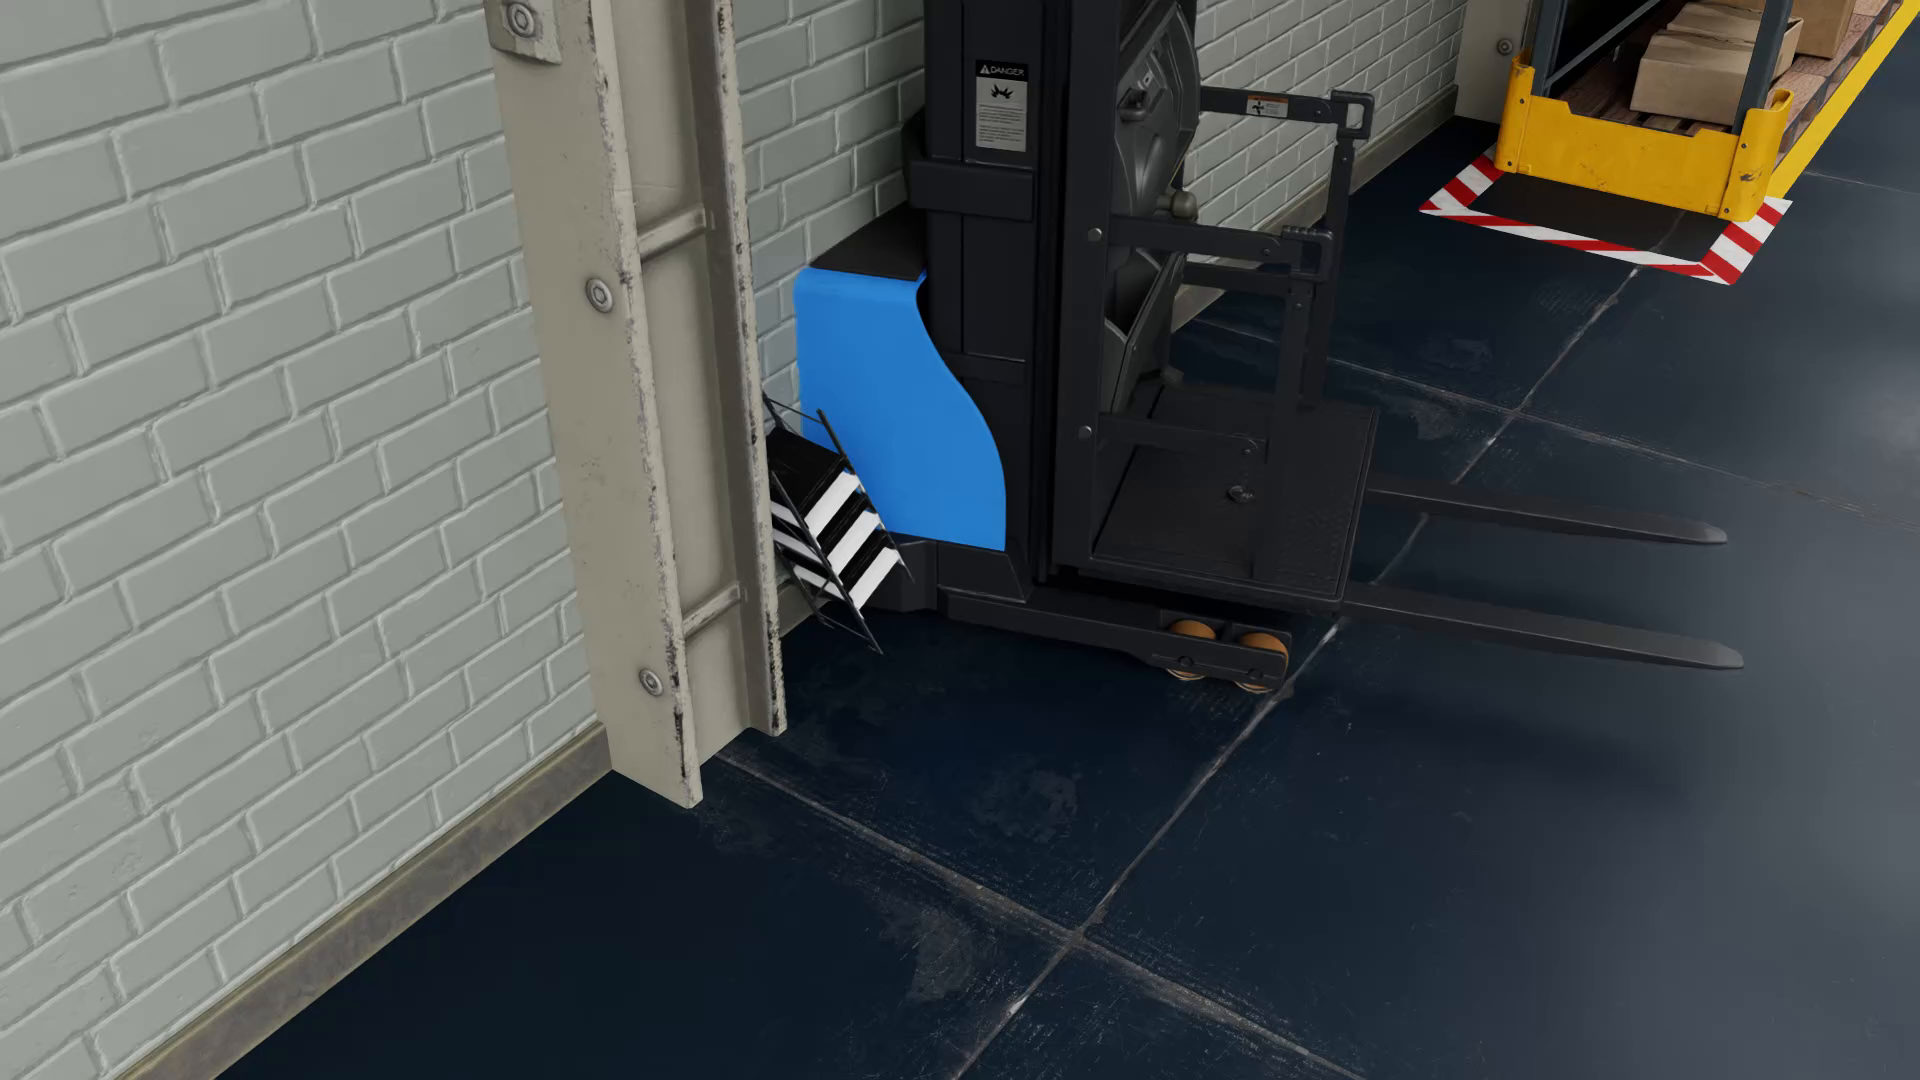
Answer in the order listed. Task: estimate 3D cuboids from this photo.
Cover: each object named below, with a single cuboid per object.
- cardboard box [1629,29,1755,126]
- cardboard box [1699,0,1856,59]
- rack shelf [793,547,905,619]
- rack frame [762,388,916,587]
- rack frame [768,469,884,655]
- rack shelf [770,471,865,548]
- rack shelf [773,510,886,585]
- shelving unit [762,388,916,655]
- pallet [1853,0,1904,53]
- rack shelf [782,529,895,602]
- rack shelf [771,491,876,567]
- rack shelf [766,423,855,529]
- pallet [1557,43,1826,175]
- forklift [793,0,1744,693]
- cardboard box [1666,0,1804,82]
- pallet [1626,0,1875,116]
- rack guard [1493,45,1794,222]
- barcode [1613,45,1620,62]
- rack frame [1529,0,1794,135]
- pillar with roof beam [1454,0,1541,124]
[{"bbox_3d":[3.499,-2.217,7.859,0.500,0.311,0.500,17,37,23],"label":"cardboard box"},{"bbox_3d":[4.283,-2.880,8.669,0.700,0.500,0.500,19,38,25],"label":"cardboard box"},{"bbox_3d":[-0.318,0.079,4.673,0.258,0.077,0.200,25,67,31],"label":"rack shelf"},{"bbox_3d":[-0.316,-0.115,4.538,0.240,0.900,0.006,25,67,31],"label":"rack frame"},{"bbox_3d":[-0.432,0.038,4.470,0.240,0.900,0.006,25,67,31],"label":"rack frame"},{"bbox_3d":[-0.412,-0.119,4.388,0.258,0.077,0.200,25,67,31],"label":"rack shelf"},{"bbox_3d":[-0.365,-0.020,4.530,0.258,0.077,0.200,25,67,31],"label":"rack shelf"},{"bbox_3d":[-0.374,-0.038,4.504,0.258,0.900,0.210,25,67,31],"label":"shelving unit"},{"bbox_3d":[4.957,-3.224,9.830,1.003,0.211,1.213,21,39,28],"label":"pallet"},{"bbox_3d":[-0.342,0.029,4.602,0.258,0.077,0.200,25,67,31],"label":"rack shelf"},{"bbox_3d":[-0.389,-0.069,4.459,0.258,0.077,0.200,25,67,31],"label":"rack shelf"},{"bbox_3d":[-0.436,-0.168,4.316,0.258,0.077,0.200,25,67,31],"label":"rack shelf"},{"bbox_3d":[3.566,-2.102,8.169,1.003,0.211,1.213,21,39,28],"label":"pallet"},{"bbox_3d":[0.706,-1.123,4.294,3.031,2.935,1.130,10,35,14],"label":"forklift"},{"bbox_3d":[3.824,-2.480,8.247,0.500,0.311,0.500,25,41,32],"label":"cardboard box"},{"bbox_3d":[4.262,-2.661,8.996,1.003,0.211,1.213,21,39,28],"label":"pallet"},{"bbox_3d":[3.074,-1.859,7.552,1.175,0.500,0.348,21,39,28],"label":"rack guard"},{"bbox_3d":[3.180,-2.357,8.057,0.001,0.075,0.075,21,39,28],"label":"barcode"},{"bbox_3d":[3.030,-2.859,6.800,1.000,3.000,0.127,21,39,28],"label":"rack frame"},{"bbox_3d":[6.255,-4.568,3.971,9.100,9.000,0.400,21,39,28],"label":"pillar with roof beam"}]
